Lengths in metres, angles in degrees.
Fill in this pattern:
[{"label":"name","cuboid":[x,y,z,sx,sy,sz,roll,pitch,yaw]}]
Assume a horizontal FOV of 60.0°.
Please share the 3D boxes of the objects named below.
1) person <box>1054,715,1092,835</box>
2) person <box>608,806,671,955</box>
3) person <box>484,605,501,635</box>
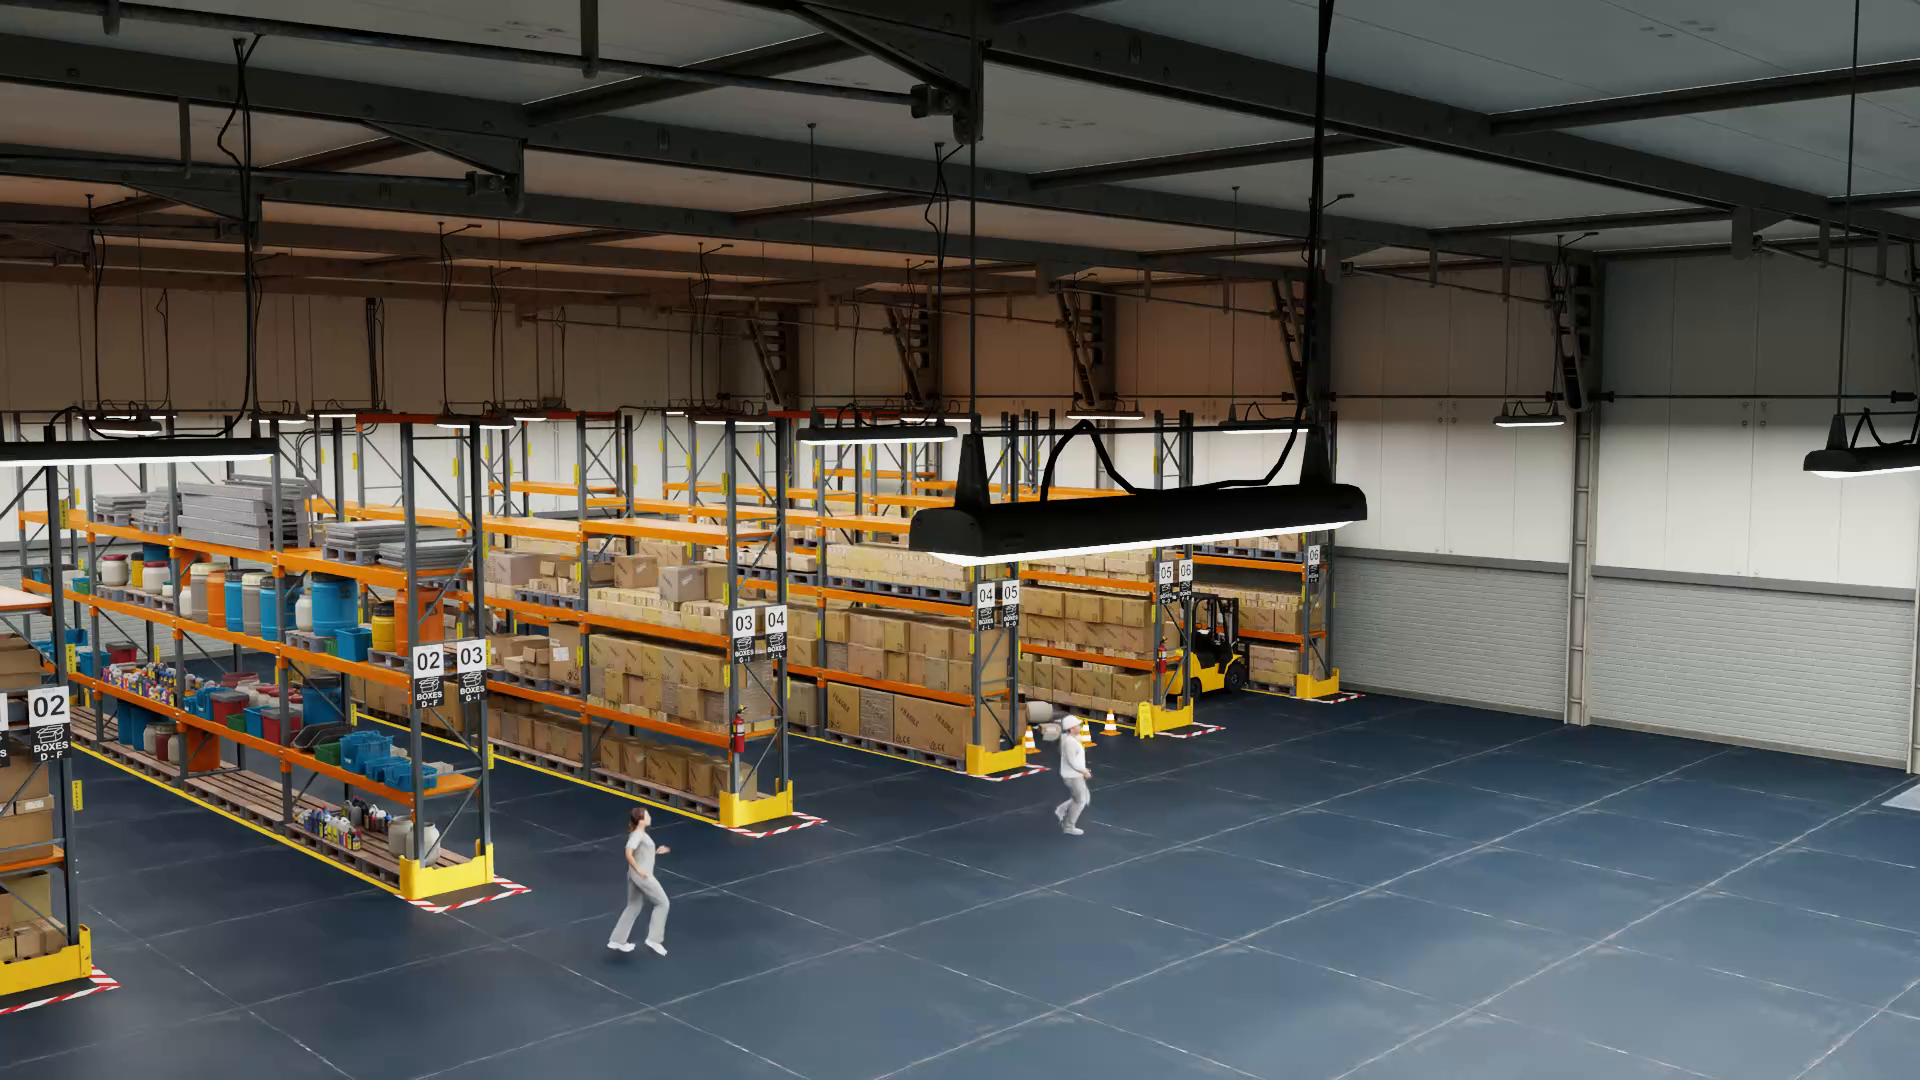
[{"label":"person","cuboid":[1.630,3.386,24.034,0.528,1.737,0.666,0,5,-4]},{"label":"person","cuboid":[-3.624,3.869,18.822,0.753,1.723,0.545,-2,5,-25]},{"label":"person","cuboid":[-10.419,2.258,36.734,0.720,1.722,0.837,-3,6,-35]}]
